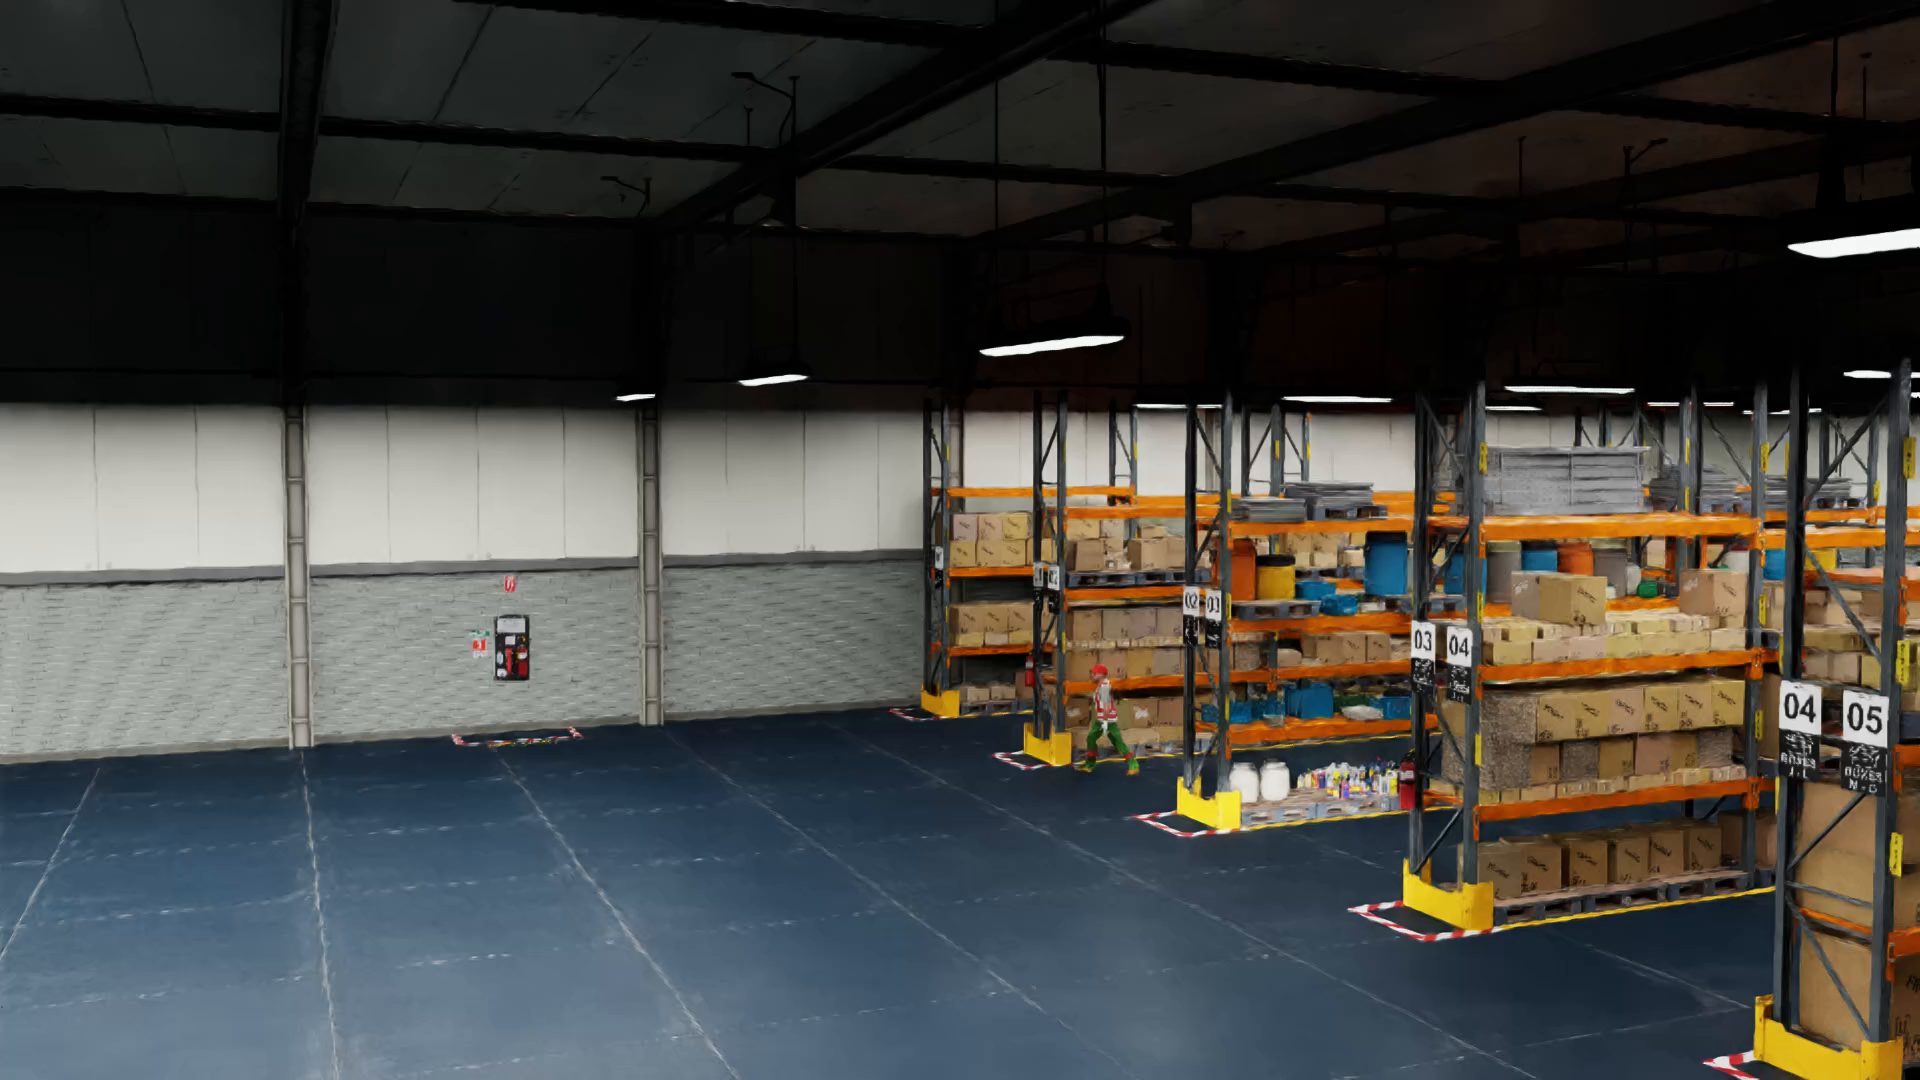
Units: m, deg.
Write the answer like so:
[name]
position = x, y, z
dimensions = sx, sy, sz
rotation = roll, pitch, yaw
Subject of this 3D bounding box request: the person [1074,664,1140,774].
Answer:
[person]
position = 2.285, 2.787, 25.798
dimensions = 0.987, 1.734, 0.596
rotation = 0, 3, -3
